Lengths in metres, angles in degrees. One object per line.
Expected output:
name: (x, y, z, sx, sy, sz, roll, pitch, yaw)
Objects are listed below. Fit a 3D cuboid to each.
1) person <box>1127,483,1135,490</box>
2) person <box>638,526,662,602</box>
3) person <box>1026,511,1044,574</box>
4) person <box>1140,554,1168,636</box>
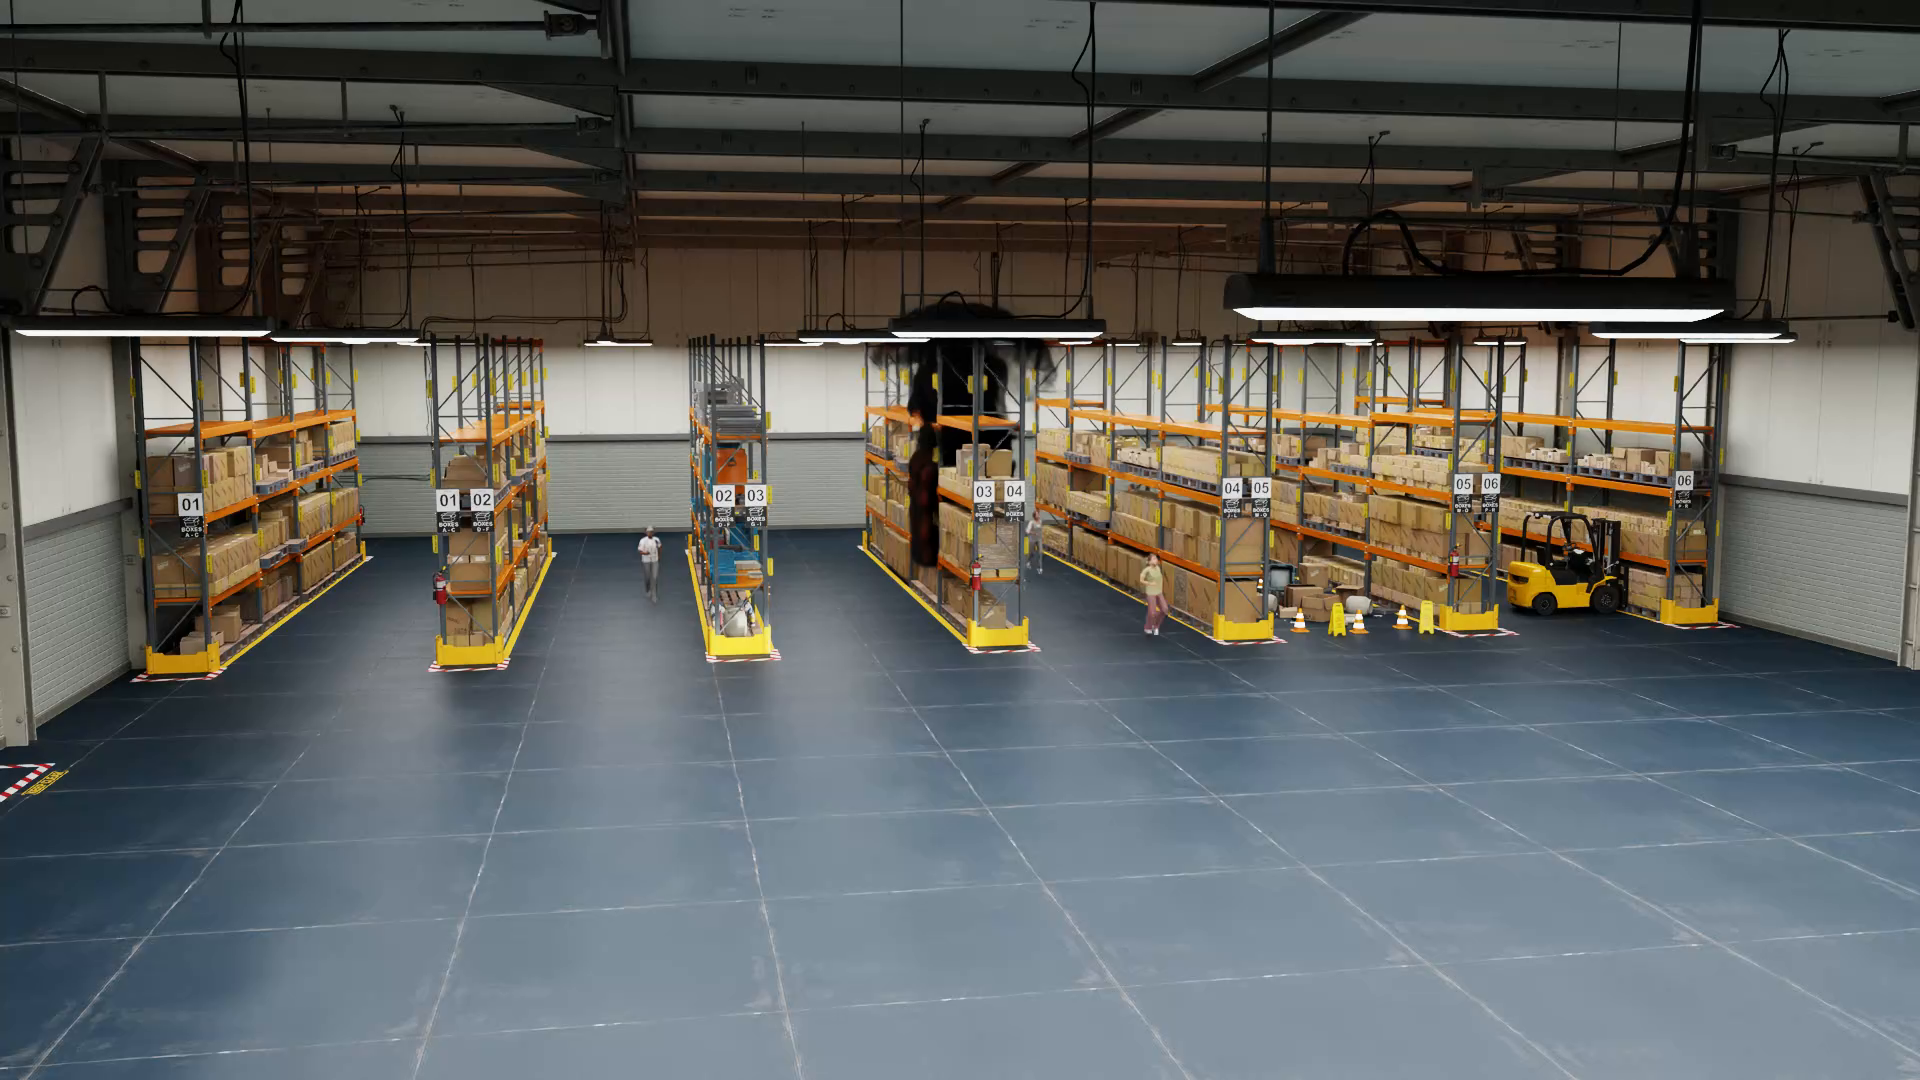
person: (5.321, -0.873, 50.571, 0.796, 1.695, 0.598, 0, 7, 0)
person: (-7.056, 0.512, 37.944, 0.578, 1.698, 0.870, -2, 7, -16)
person: (1.924, 0.033, 42.773, 0.516, 1.605, 0.854, -2, 7, -19)
person: (3.864, 1.098, 33.213, 0.635, 1.664, 0.582, -4, 8, -31)
